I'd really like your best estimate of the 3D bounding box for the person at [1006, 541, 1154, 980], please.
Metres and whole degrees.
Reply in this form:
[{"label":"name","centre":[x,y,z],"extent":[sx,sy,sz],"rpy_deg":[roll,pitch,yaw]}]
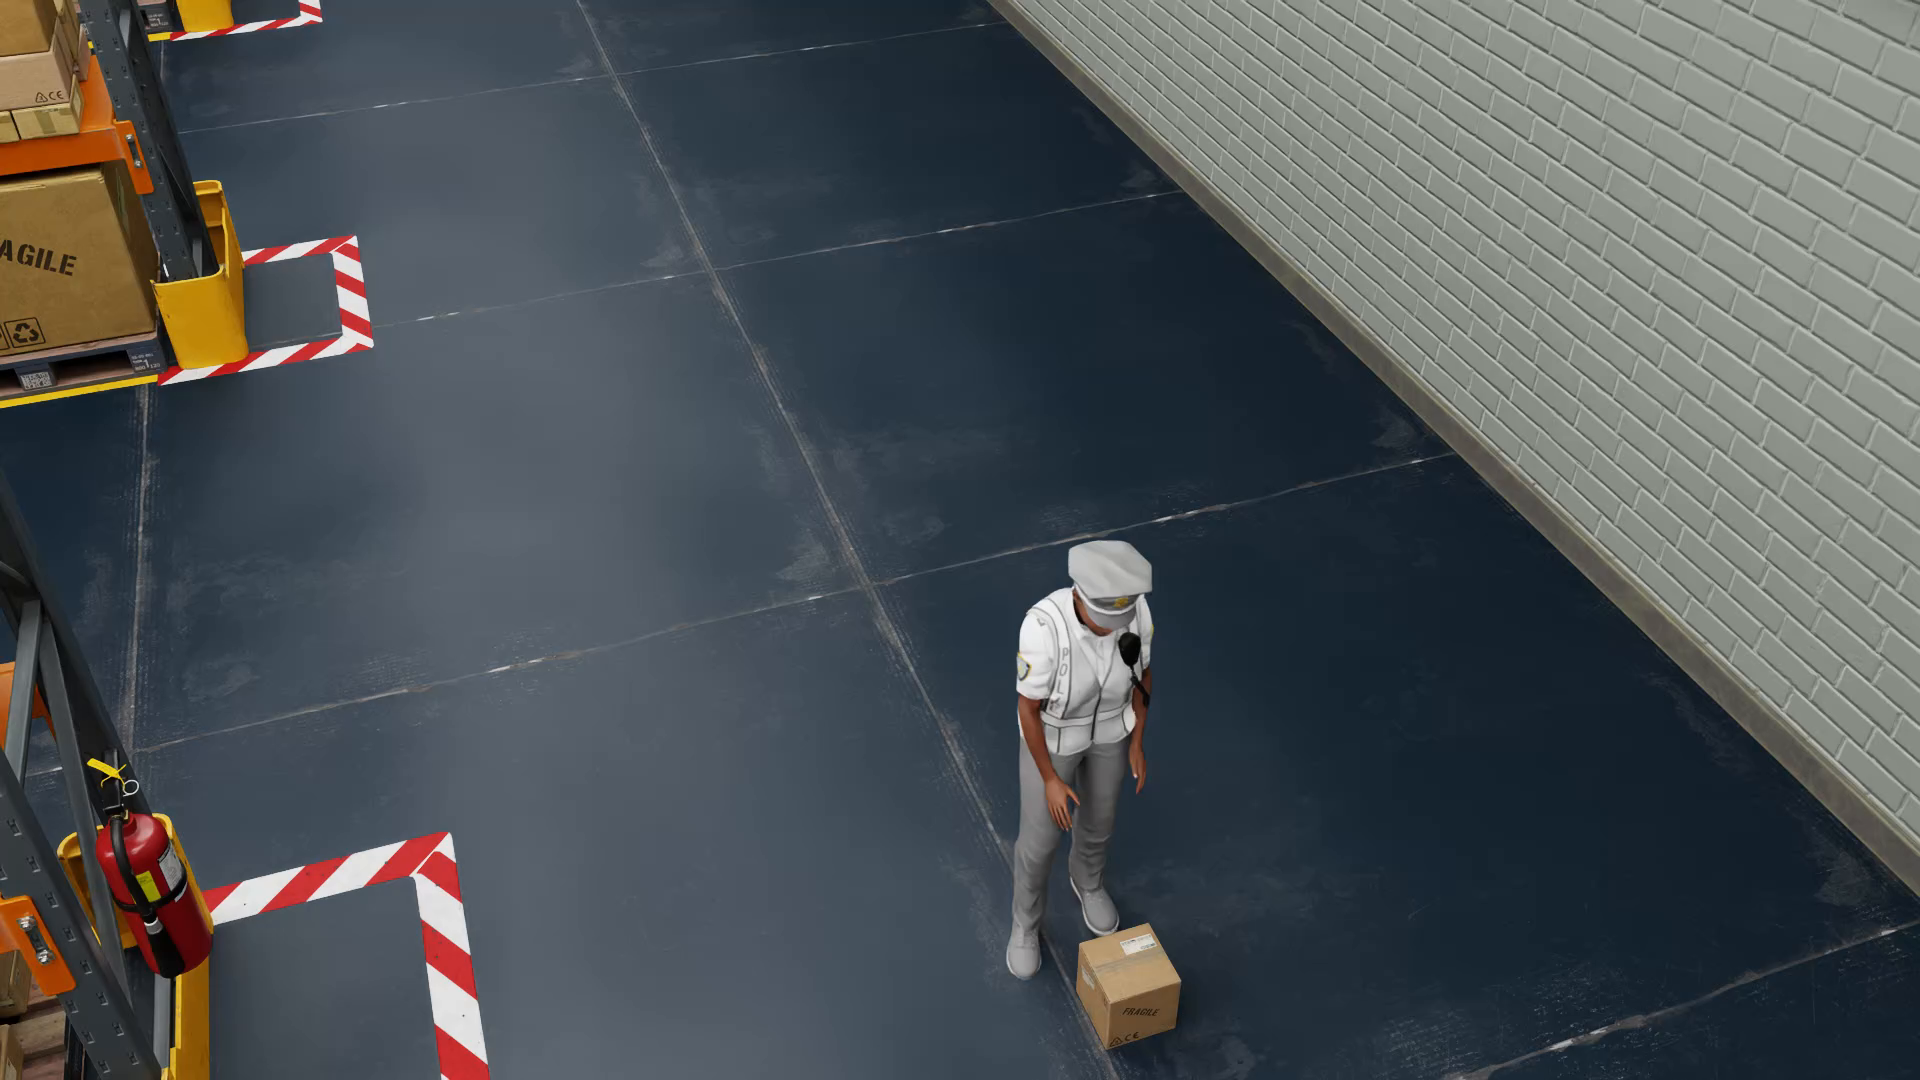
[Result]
[{"label":"person","centre":[0.366,0.685,5.284],"extent":[0.512,1.681,0.493],"rpy_deg":[-13,40,-16]}]
